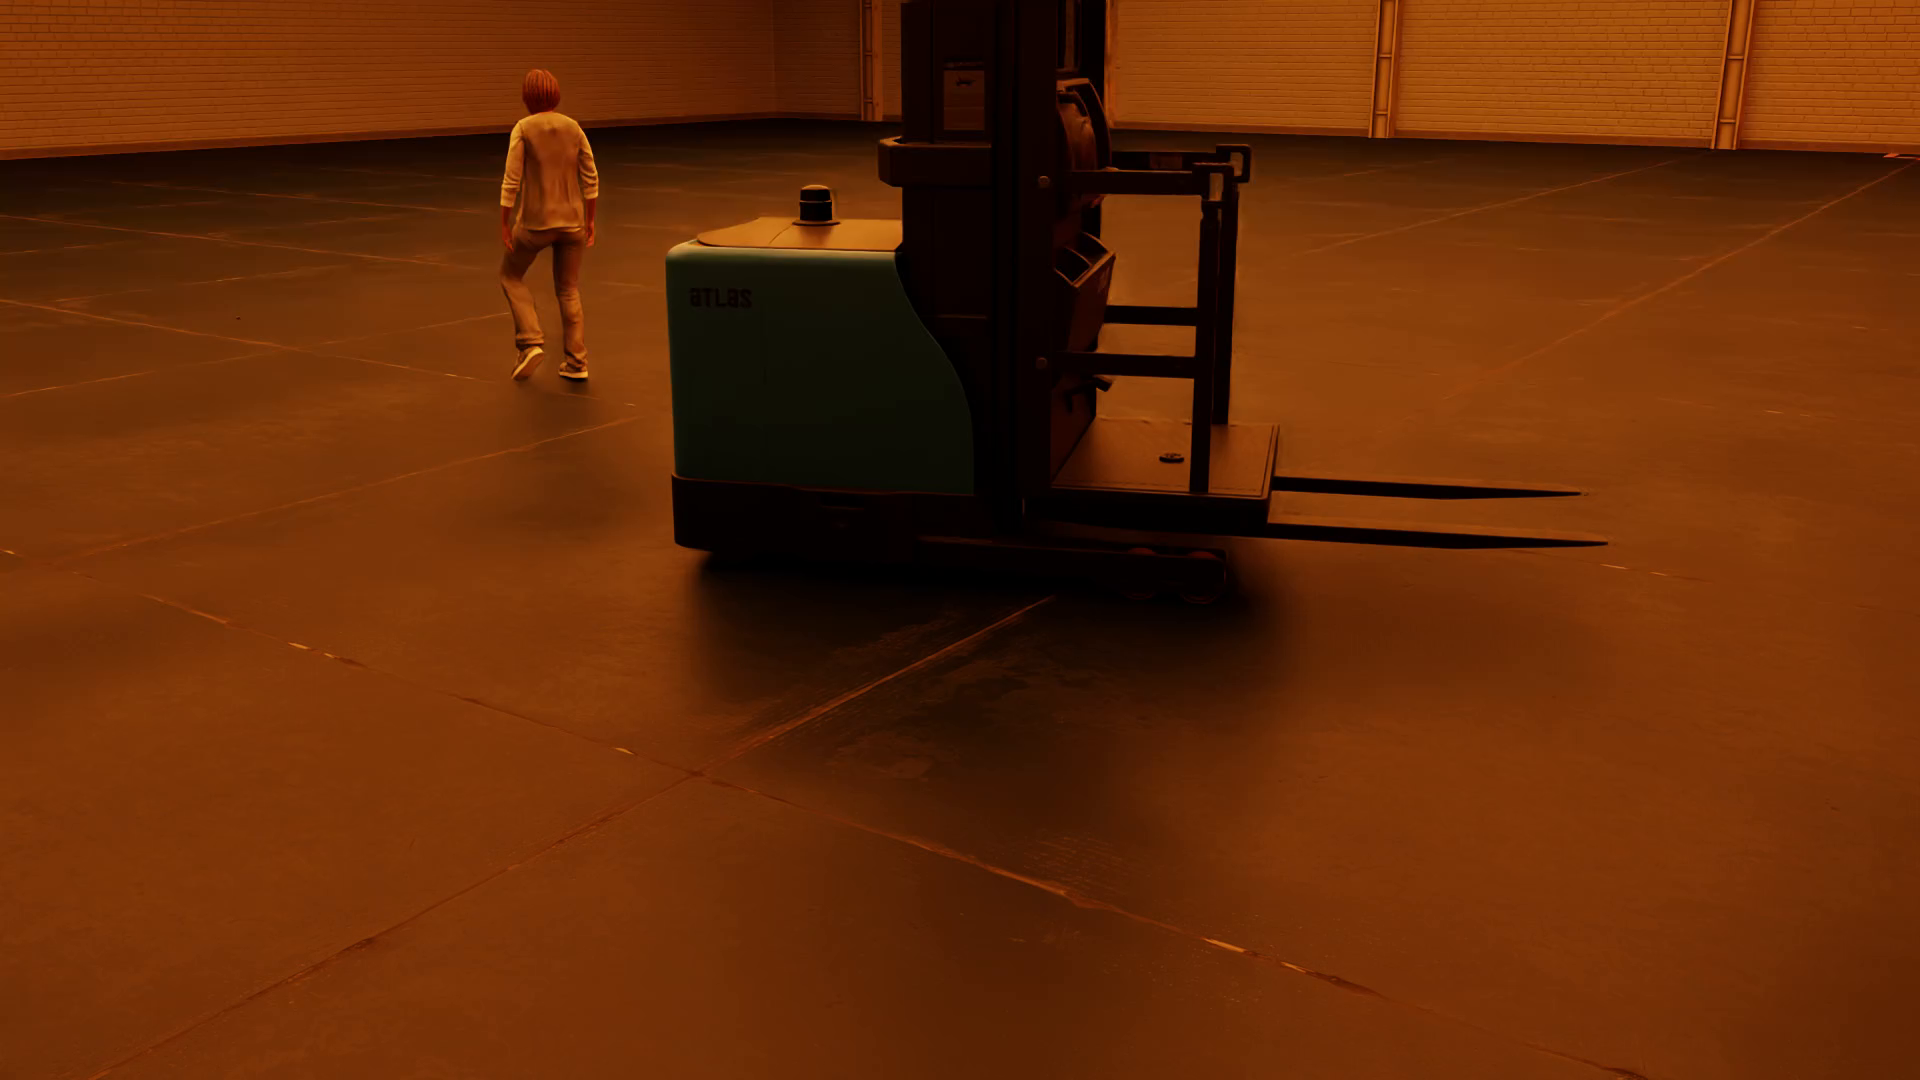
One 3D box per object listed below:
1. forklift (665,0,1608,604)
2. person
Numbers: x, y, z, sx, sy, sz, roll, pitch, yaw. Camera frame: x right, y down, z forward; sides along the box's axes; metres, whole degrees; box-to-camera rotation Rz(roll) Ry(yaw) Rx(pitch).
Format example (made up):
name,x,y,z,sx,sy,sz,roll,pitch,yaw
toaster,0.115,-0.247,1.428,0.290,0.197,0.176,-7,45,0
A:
name,x,y,z,sx,sy,sz,roll,pitch,yaw
forklift,0.595,-1.367,5.404,3.031,2.935,1.130,4,17,12
person,-2.148,-1.622,8.642,0.518,1.589,0.445,-12,21,-35
